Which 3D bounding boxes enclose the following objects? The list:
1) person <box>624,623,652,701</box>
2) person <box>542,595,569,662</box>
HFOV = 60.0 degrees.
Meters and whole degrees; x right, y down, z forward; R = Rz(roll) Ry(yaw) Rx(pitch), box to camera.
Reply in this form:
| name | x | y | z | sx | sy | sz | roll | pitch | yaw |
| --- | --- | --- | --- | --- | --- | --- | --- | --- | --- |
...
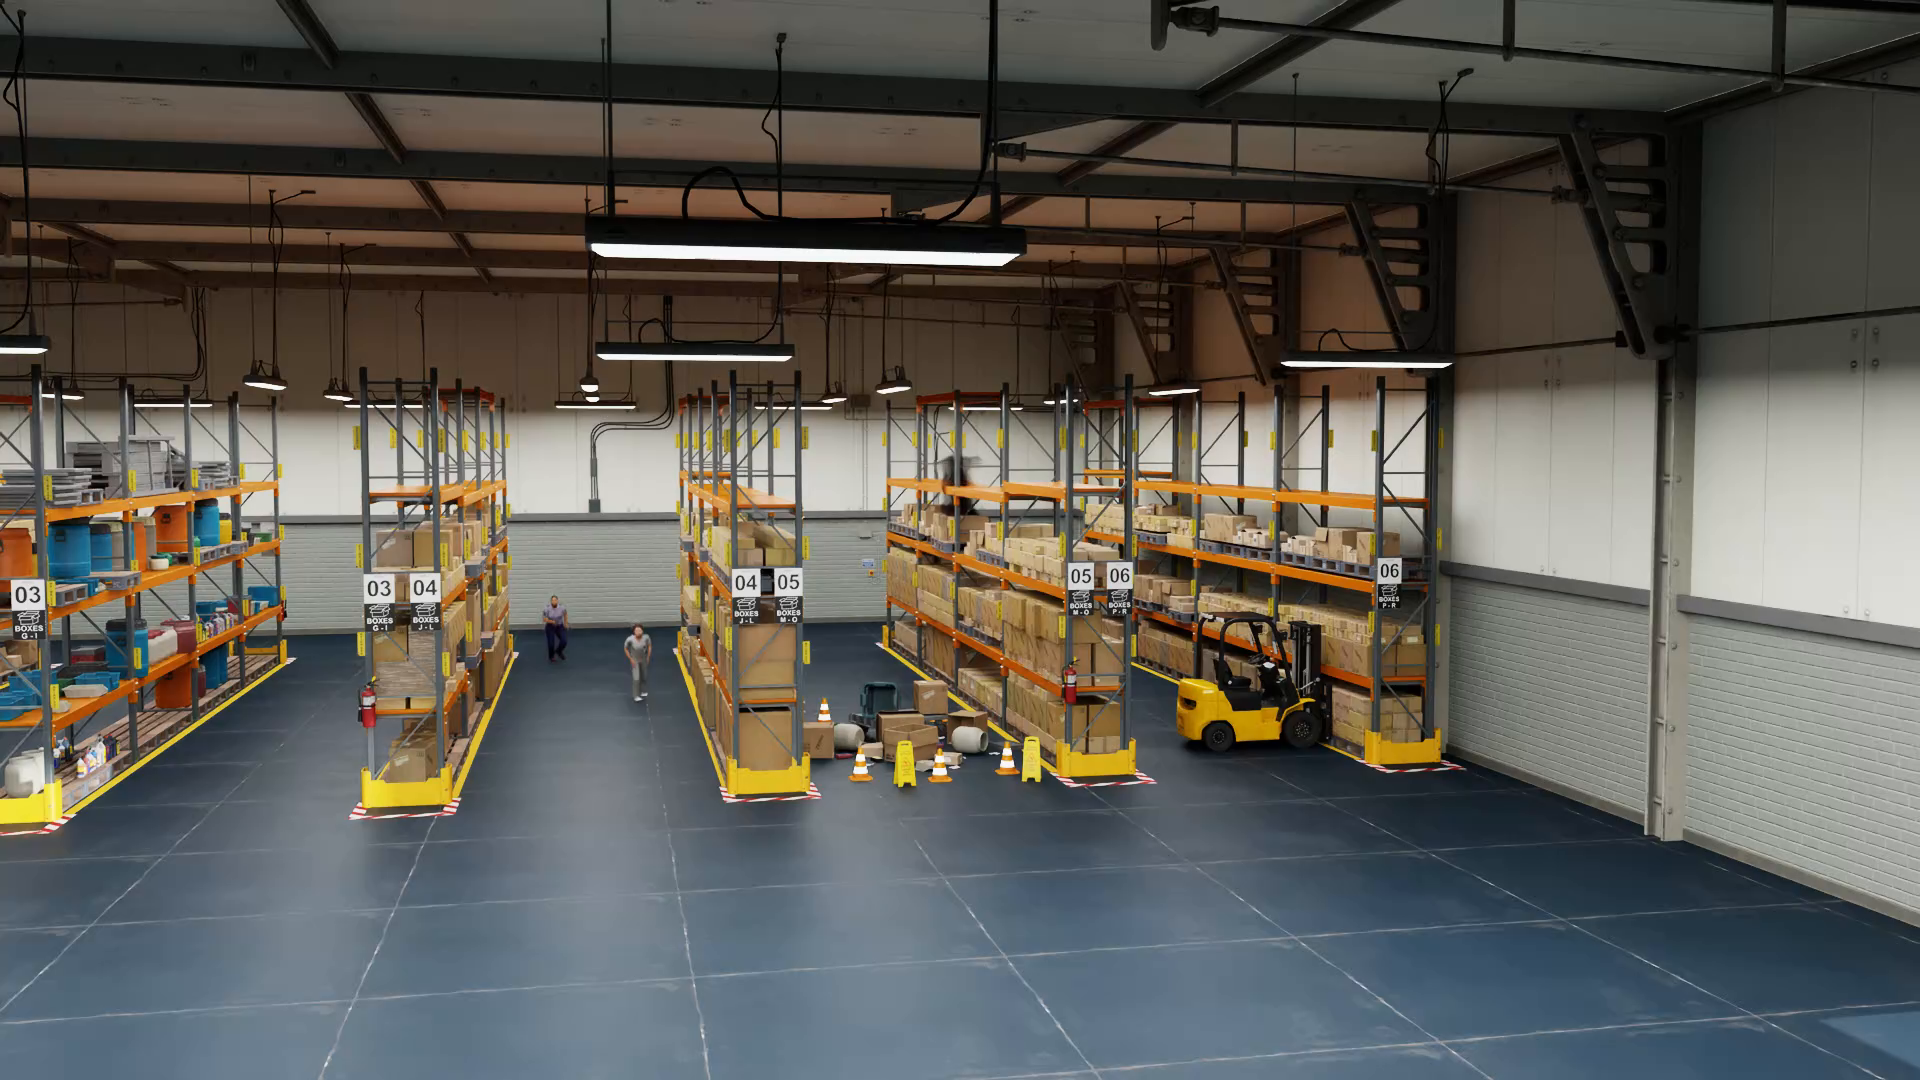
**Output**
| name | x | y | z | sx | sy | sz | roll | pitch | yaw |
| --- | --- | --- | --- | --- | --- | --- | --- | --- | --- |
| person | -6.206 | 2.333 | 32.030 | 0.620 | 1.532 | 0.812 | -2 | 4 | -35 |
| person | -9.128 | 2.006 | 37.528 | 0.605 | 1.539 | 0.767 | -1 | 4 | -23 |
